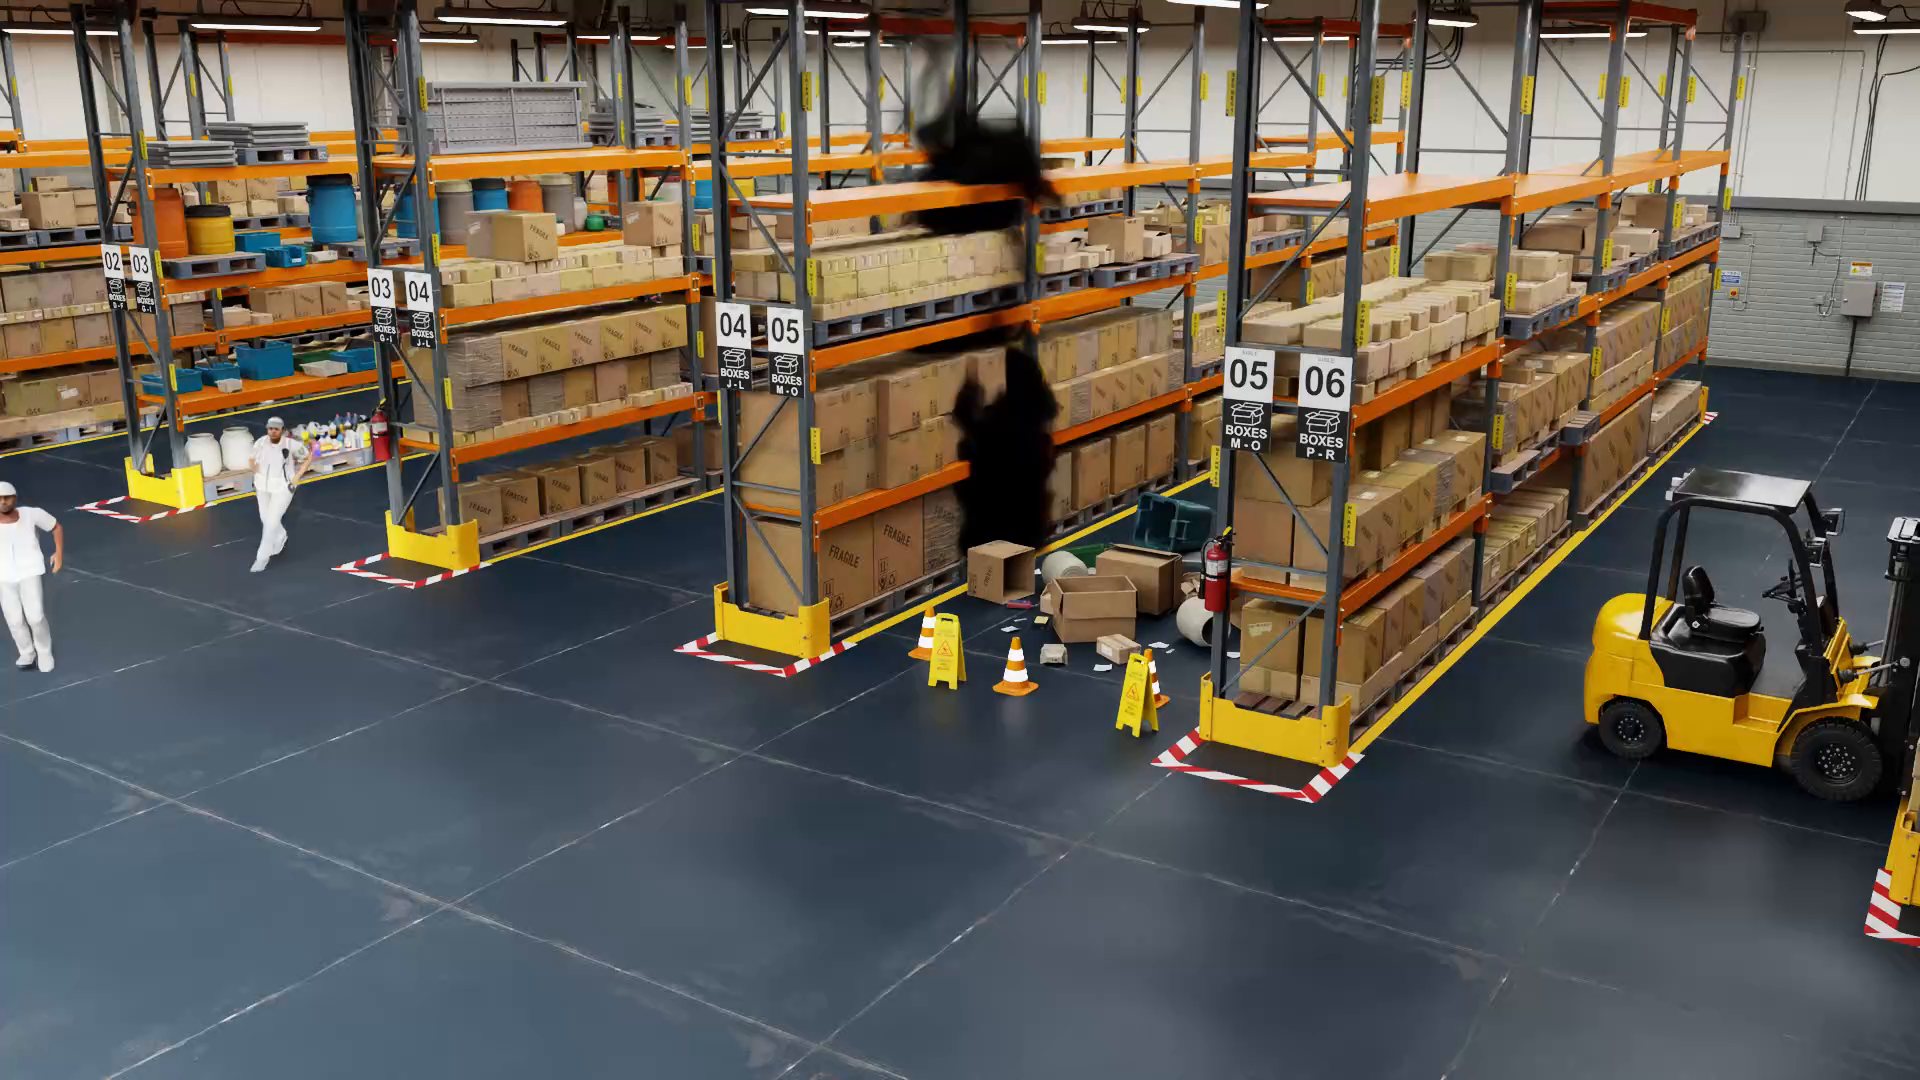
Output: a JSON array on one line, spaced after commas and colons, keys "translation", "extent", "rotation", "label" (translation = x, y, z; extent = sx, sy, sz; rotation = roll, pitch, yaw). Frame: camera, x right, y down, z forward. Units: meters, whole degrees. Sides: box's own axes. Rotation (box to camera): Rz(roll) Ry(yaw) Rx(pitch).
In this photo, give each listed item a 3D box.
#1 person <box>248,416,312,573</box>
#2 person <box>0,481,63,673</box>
[{"translation": [-7.415, -0.533, 18.105], "extent": [0.641, 1.676, 0.824], "rotation": [2, 16, 8], "label": "person"}, {"translation": [-8.326, 0.350, 14.740], "extent": [0.724, 1.789, 0.695], "rotation": [-7, 17, -23], "label": "person"}]
